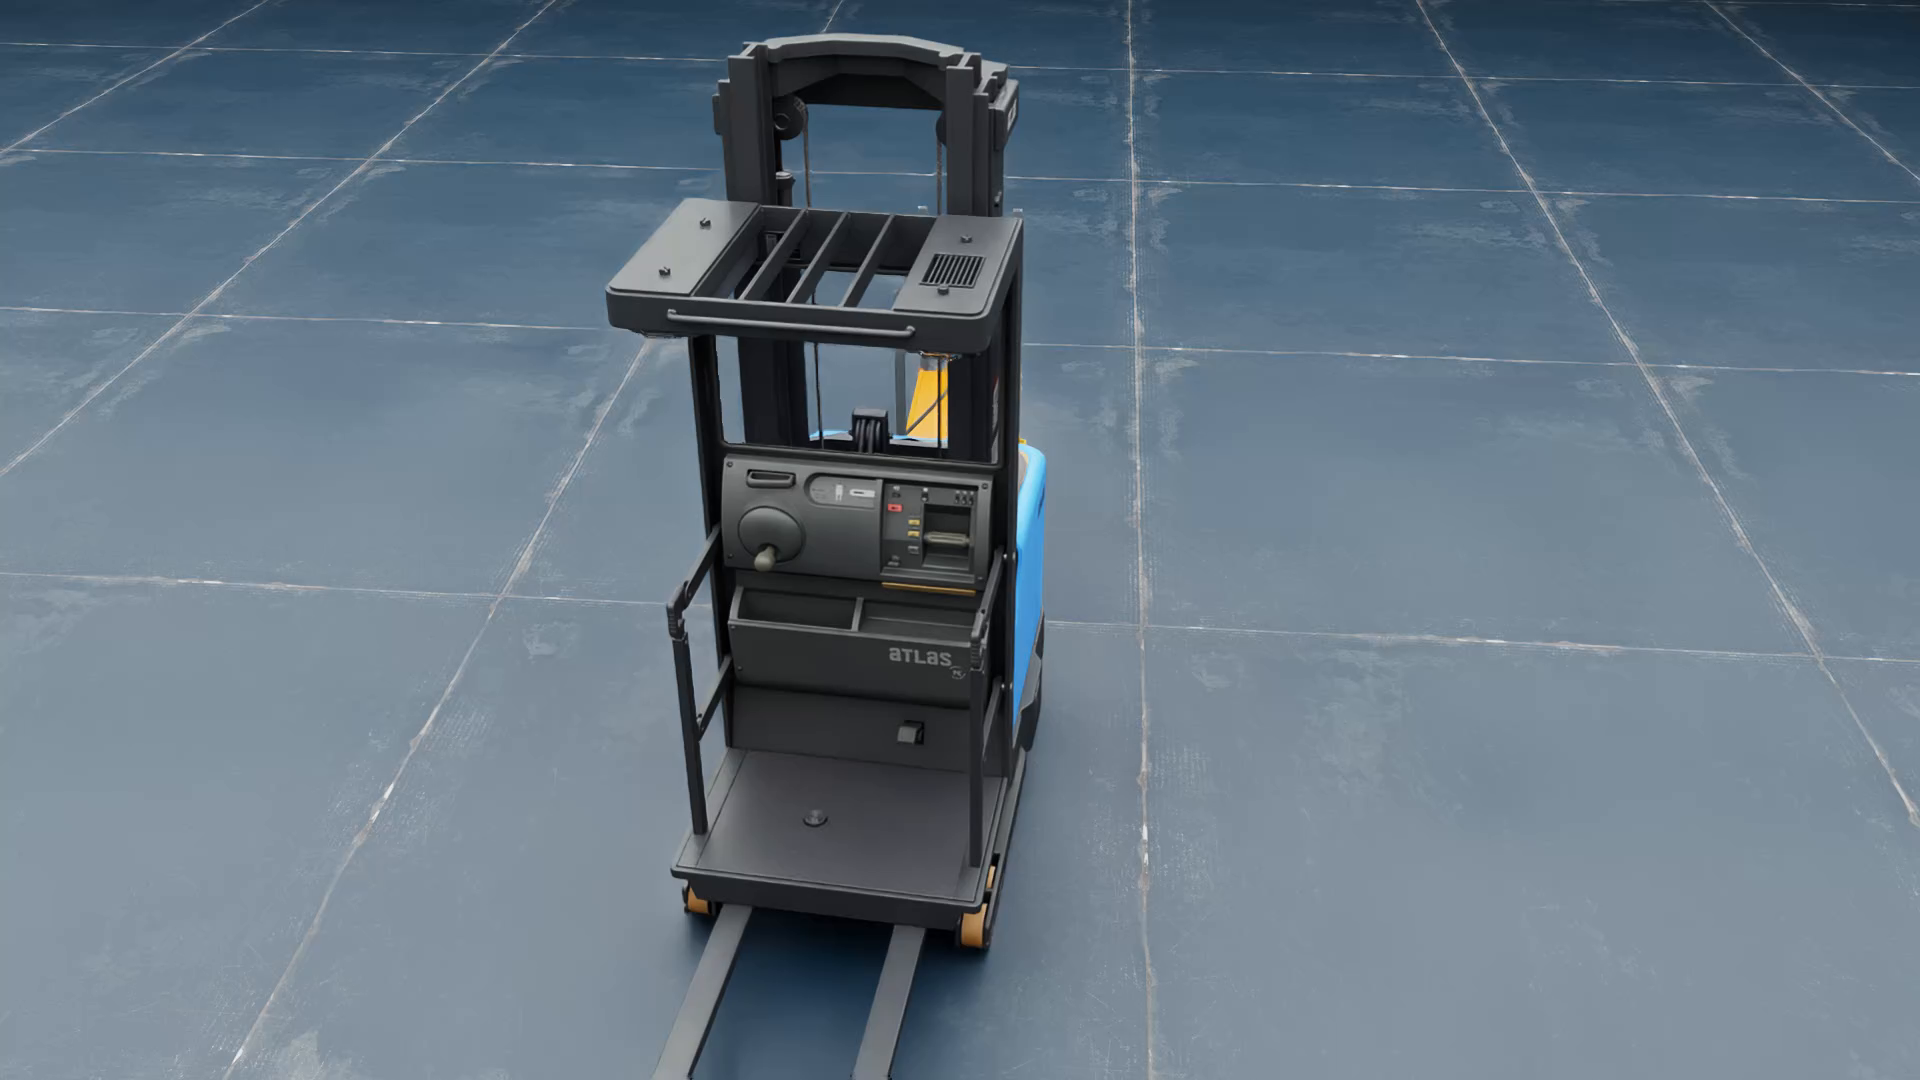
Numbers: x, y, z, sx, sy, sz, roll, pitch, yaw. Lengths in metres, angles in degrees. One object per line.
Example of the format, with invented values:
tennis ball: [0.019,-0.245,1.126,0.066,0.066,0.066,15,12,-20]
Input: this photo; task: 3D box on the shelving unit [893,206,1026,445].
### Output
shelving unit: [0.006,-0.678,7.921,0.587,1.500,1.083,2,32,4]

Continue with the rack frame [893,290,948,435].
rack frame: [-0.034,-0.417,7.498,0.500,1.500,0.032,2,32,4]

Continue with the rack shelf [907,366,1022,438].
rack shelf: [0.007,-0.530,8.023,0.538,0.185,1.000,2,32,4]

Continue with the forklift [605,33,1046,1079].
forklift: [-0.389,-0.007,5.467,1.130,2.935,3.031,5,32,8]

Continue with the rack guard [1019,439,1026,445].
rack guard: [0.047,-0.407,8.672,0.587,0.250,0.087,2,32,4]

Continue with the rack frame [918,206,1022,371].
rack frame: [0.048,-0.949,8.360,0.500,1.500,0.032,2,32,4]
